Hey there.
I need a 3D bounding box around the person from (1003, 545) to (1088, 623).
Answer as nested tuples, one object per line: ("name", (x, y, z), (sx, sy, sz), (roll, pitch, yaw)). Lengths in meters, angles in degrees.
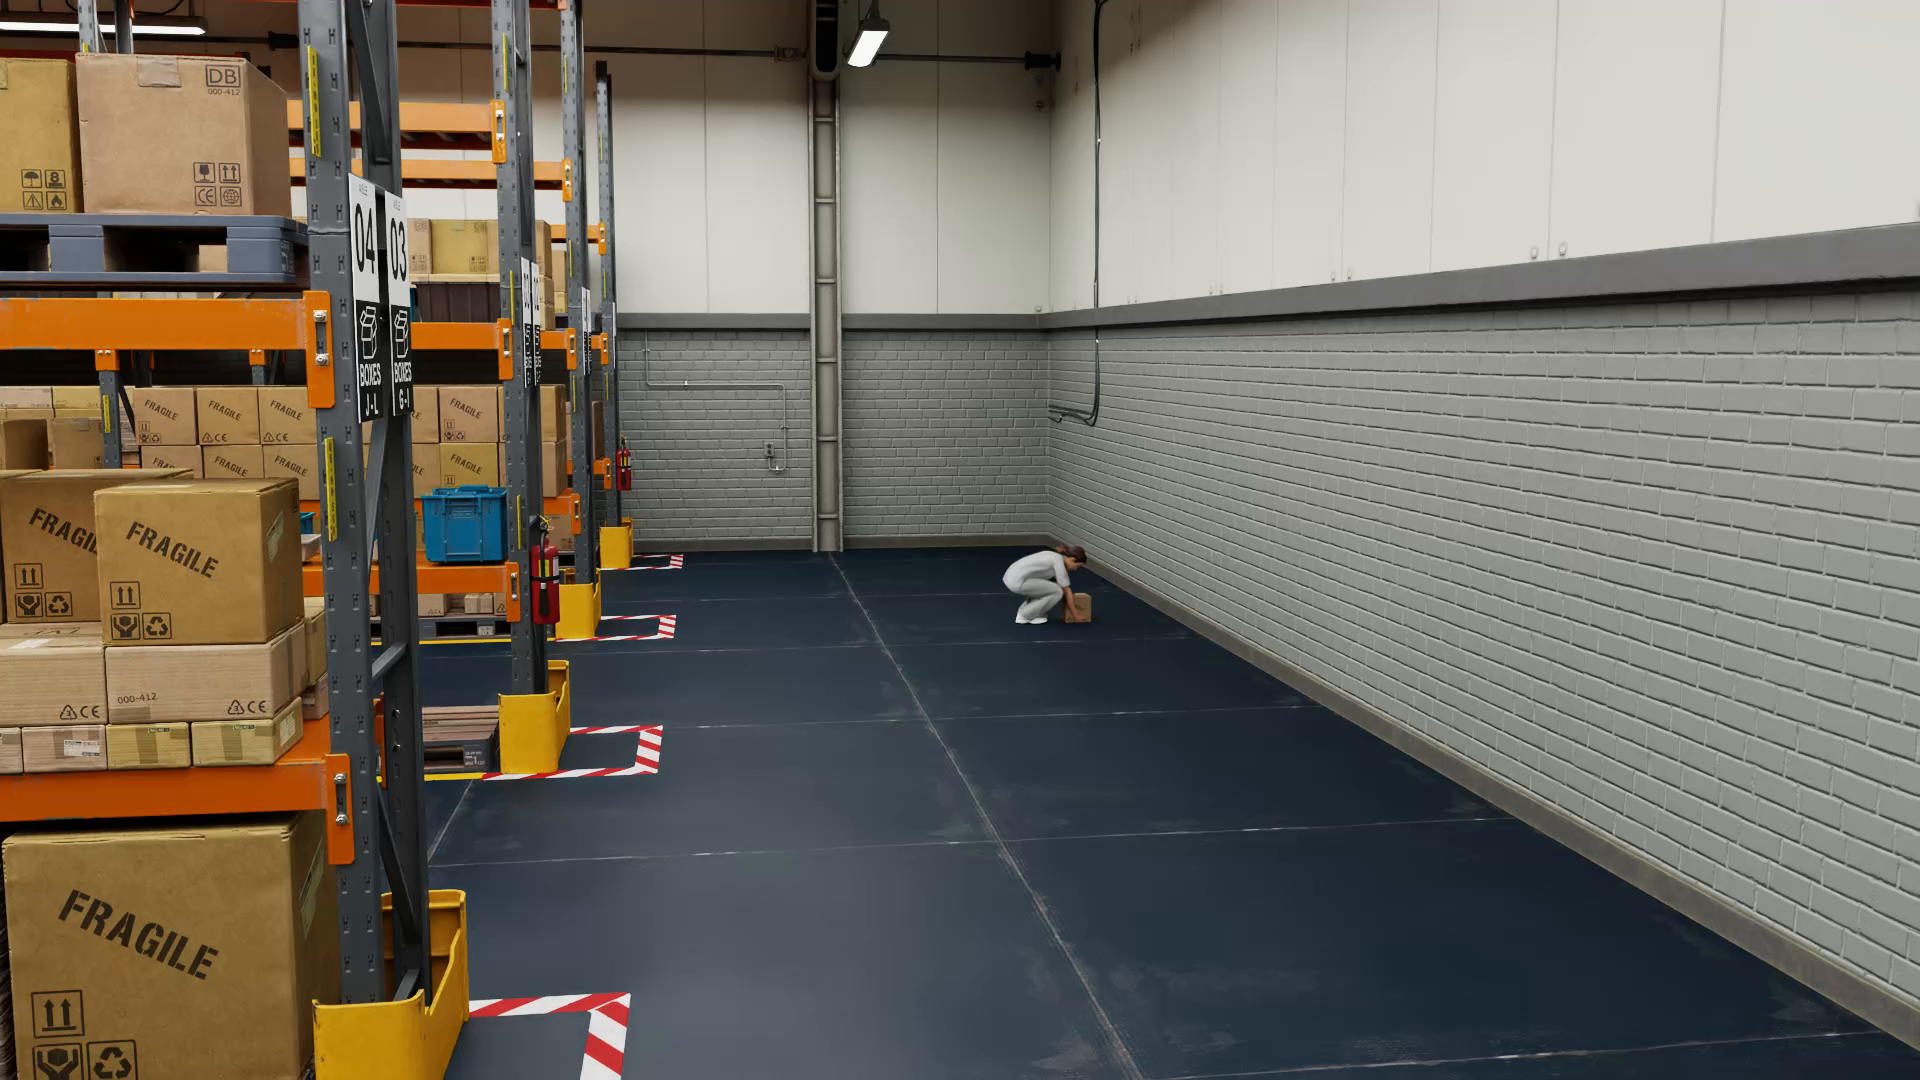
("person", (0.833, 0.455, 16.199), (0.836, 0.816, 0.459), (-1, 7, -10))
